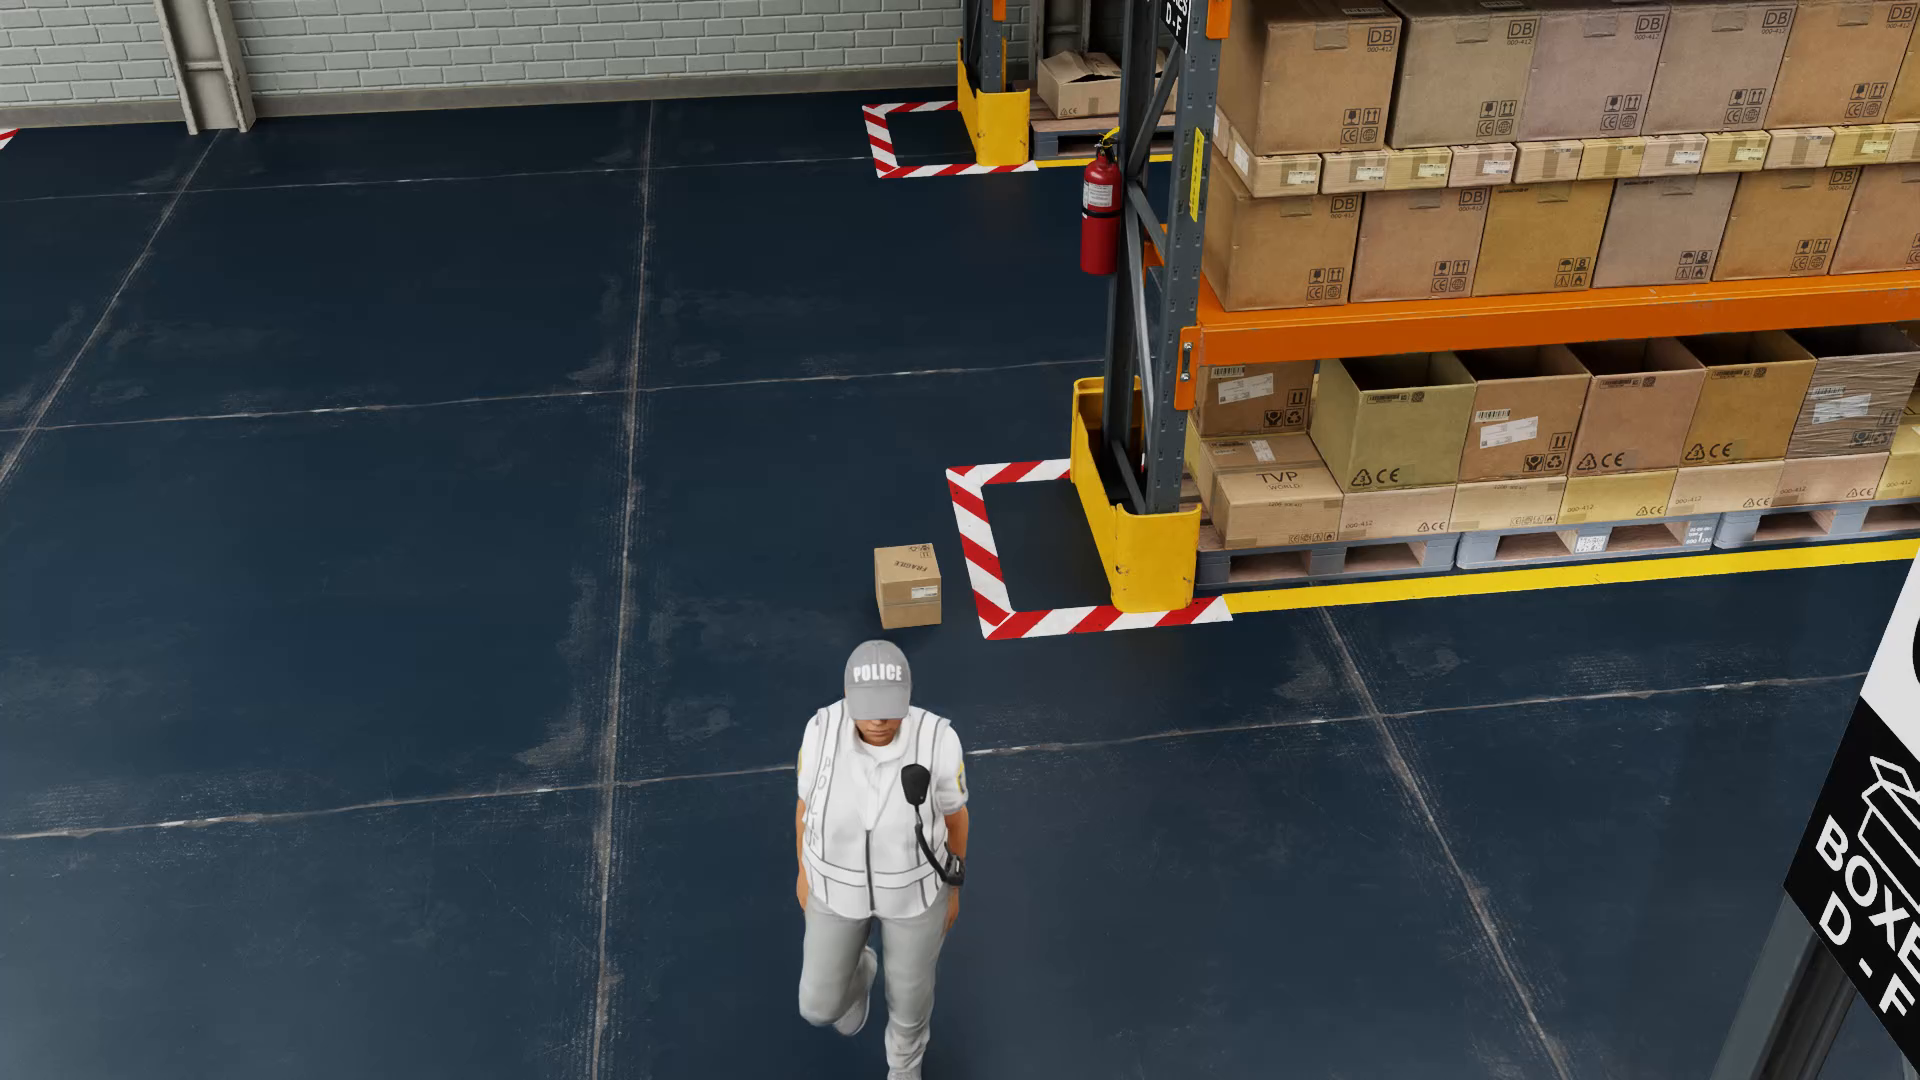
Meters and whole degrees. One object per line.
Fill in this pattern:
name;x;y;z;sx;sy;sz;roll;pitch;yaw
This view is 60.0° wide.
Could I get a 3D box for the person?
person;-0.224;0.961;4.722;0.496;1.656;0.482;3;35;4
